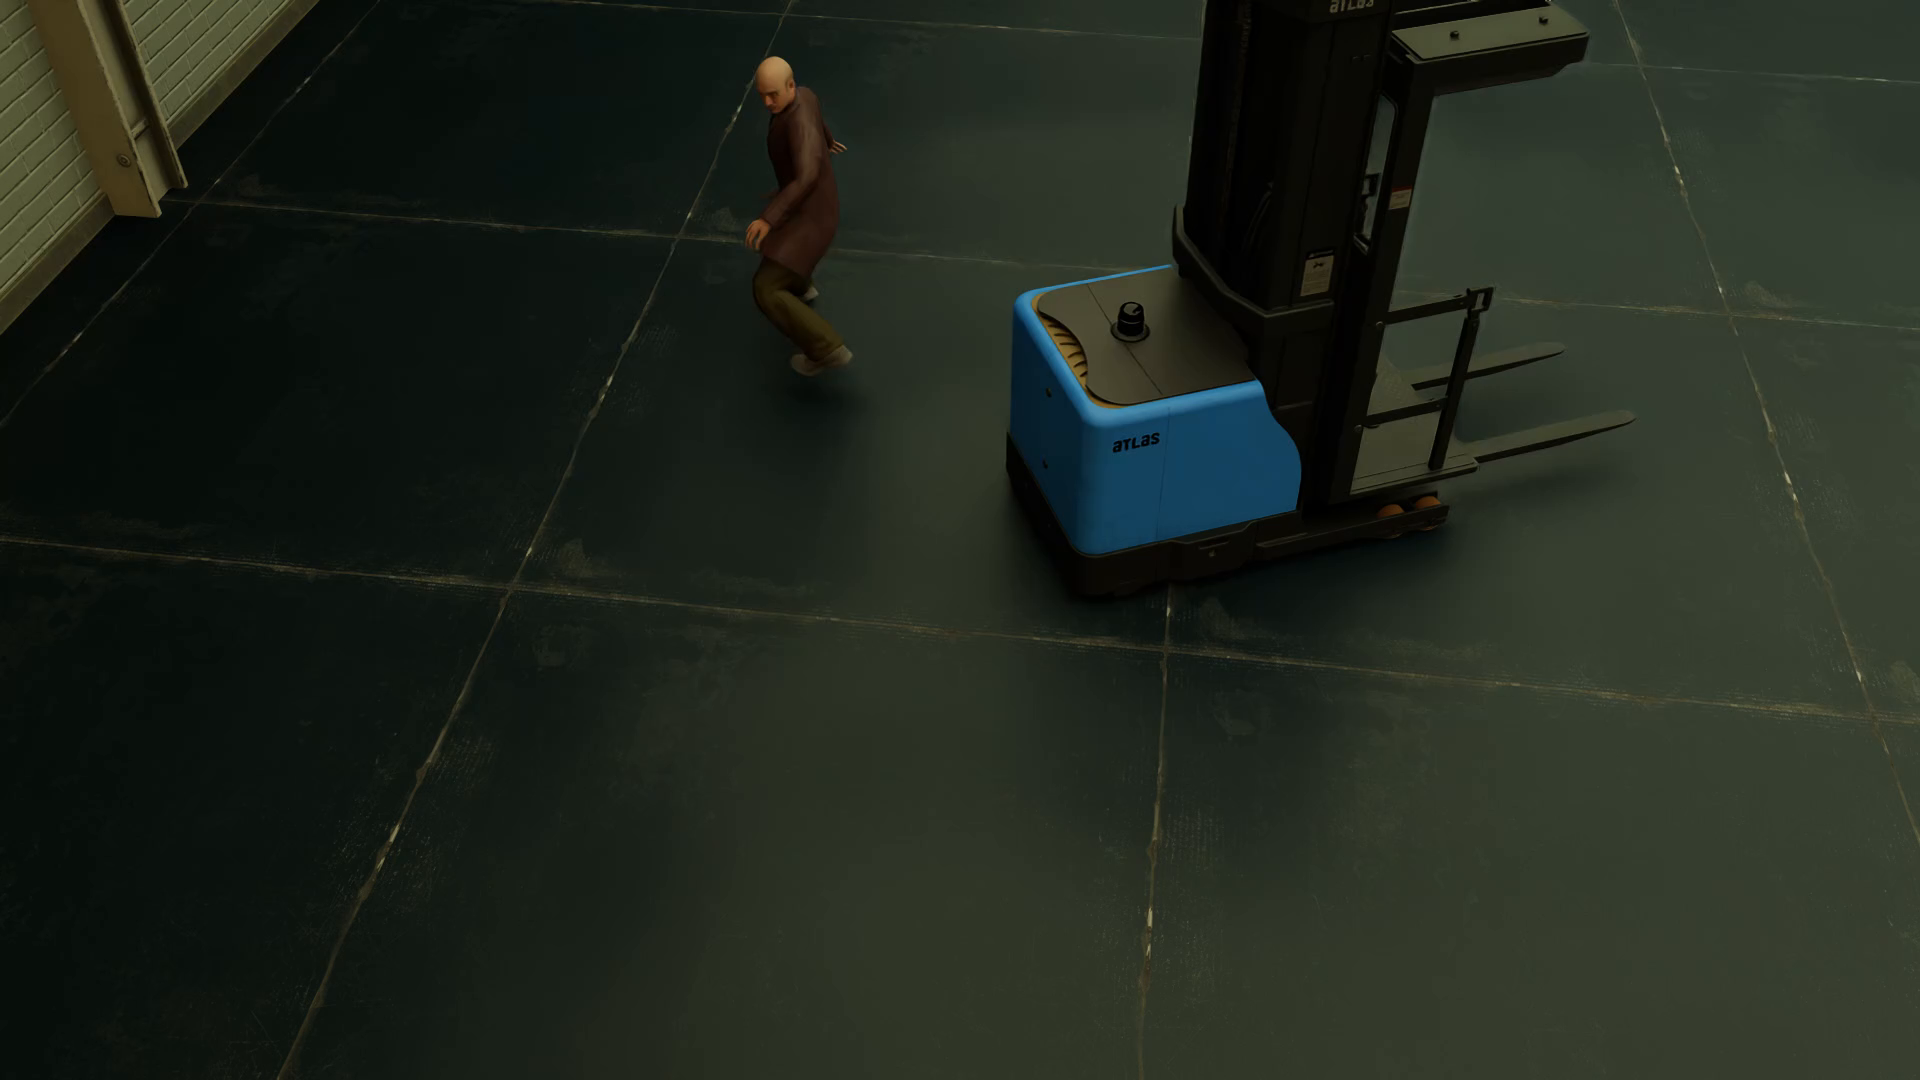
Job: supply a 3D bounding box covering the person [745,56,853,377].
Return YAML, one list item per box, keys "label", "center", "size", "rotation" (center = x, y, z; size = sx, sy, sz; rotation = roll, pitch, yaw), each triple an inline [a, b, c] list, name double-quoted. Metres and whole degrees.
- label: "person"
  center: [-0.847, -1.741, 8.653]
  size: [0.522, 1.681, 1.222]
  rotation: [1, 43, 1]

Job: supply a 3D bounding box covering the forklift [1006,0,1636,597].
- label: "forklift"
  center: [1.801, -1.411, 7.260]
  size: [3.031, 2.935, 1.130]
  rotation: [-13, 44, -13]
